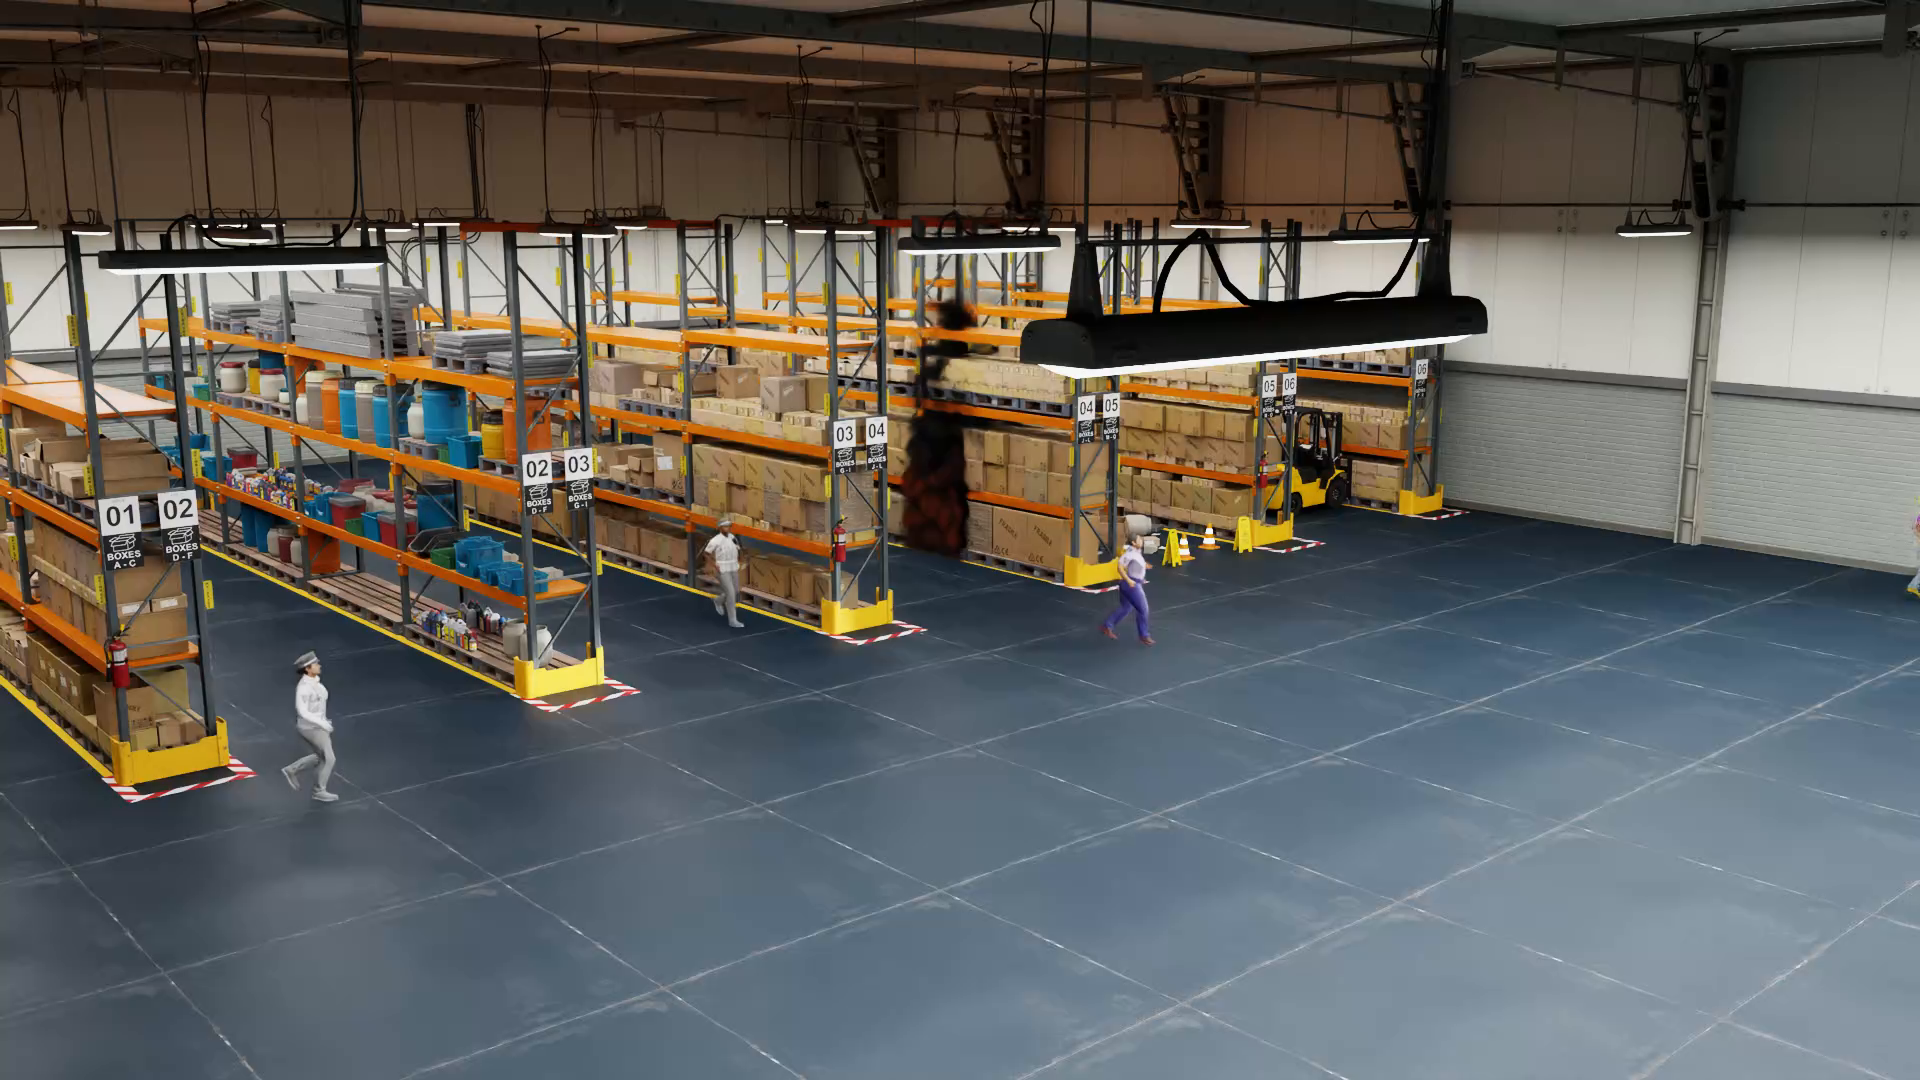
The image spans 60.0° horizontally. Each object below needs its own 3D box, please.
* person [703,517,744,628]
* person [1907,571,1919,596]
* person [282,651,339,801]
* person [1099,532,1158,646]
[{"bbox_3d":[-3.577,0.463,25.333,0.588,1.669,0.834,-11,16,-44],"label":"person"},{"bbox_3d":[15.778,0.125,26.791,0.773,1.821,0.685,6,13,27],"label":"person"},{"bbox_3d":[-7.014,2.001,17.843,0.582,1.663,0.656,-3,12,-14],"label":"person"},{"bbox_3d":[2.465,0.713,24.237,0.869,1.667,0.588,0,11,-1],"label":"person"}]
